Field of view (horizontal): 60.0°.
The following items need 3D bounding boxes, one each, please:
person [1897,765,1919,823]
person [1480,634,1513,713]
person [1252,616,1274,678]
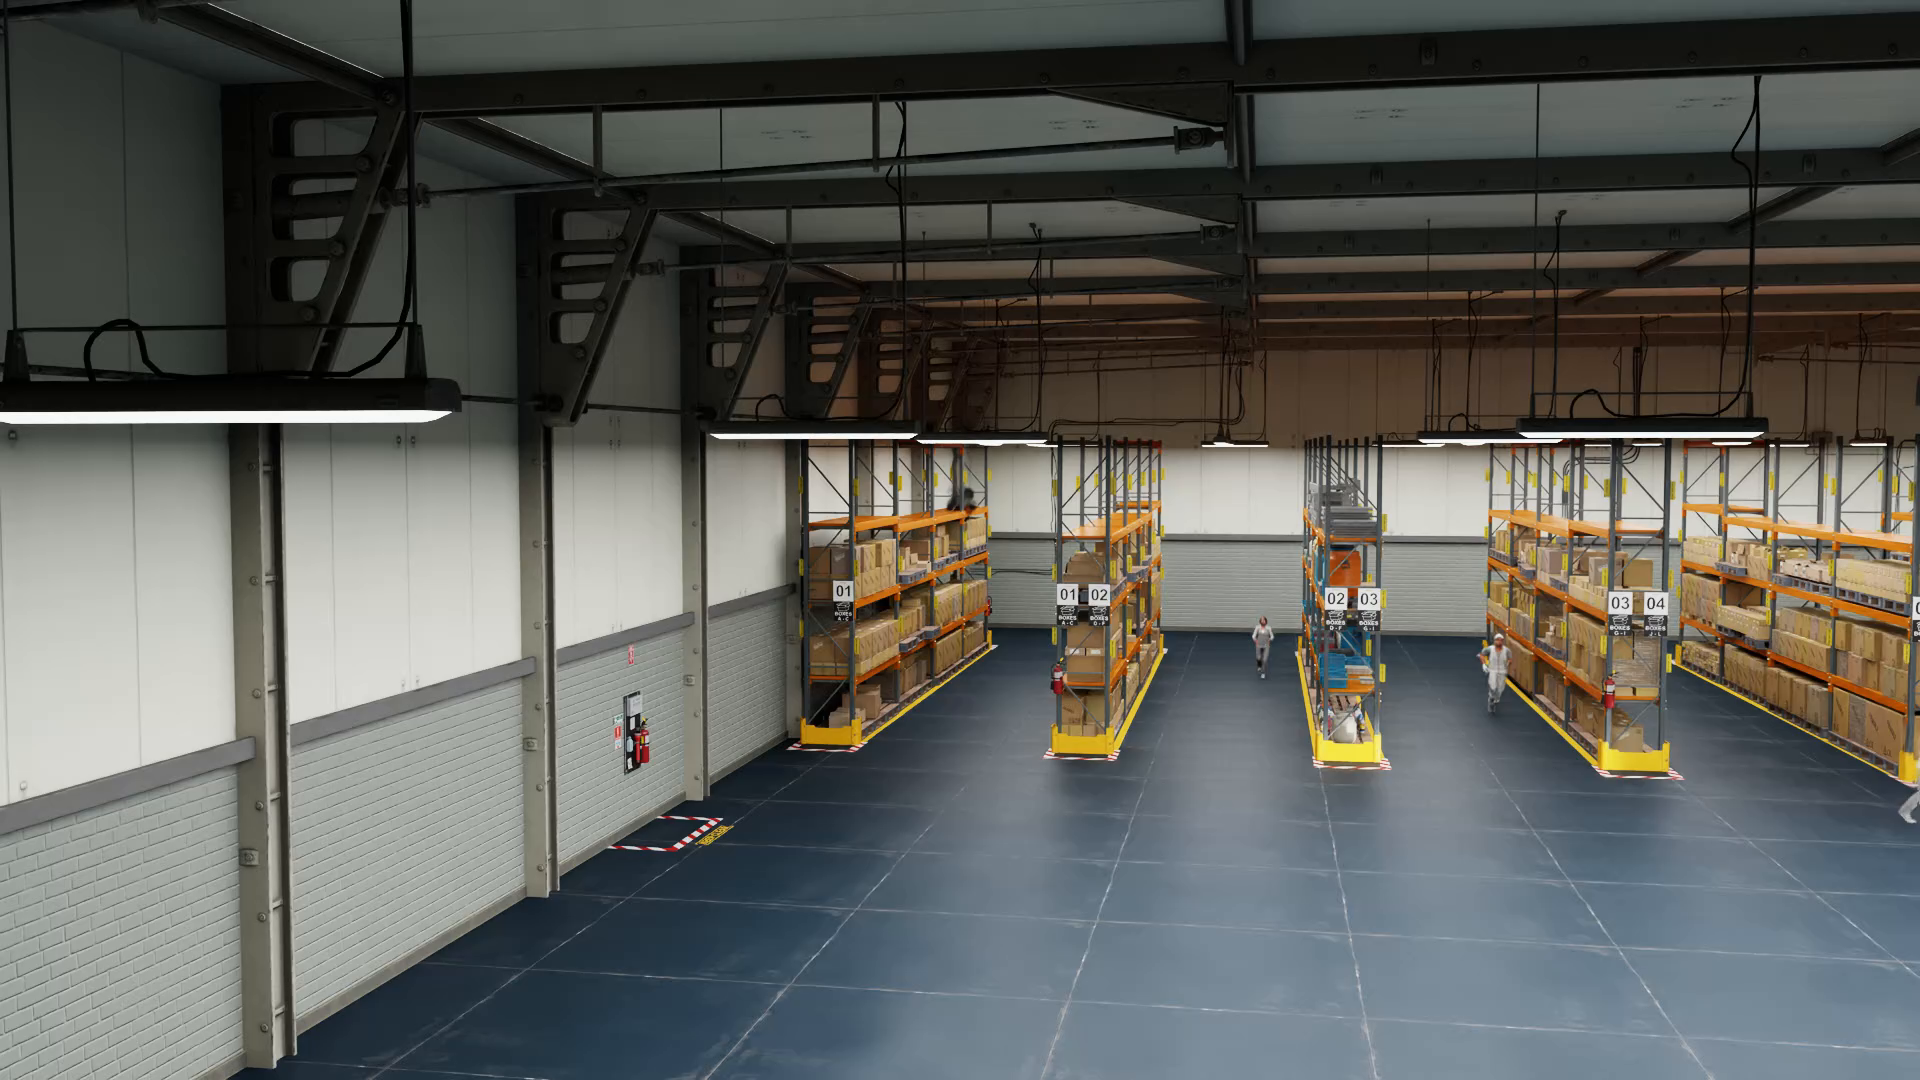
[{"bbox_3d":[14.665,3.528,25.162,0.599,1.735,0.847,-3,4,-40],"label":"person"},{"bbox_3d":[11.606,2.887,35.906,0.649,1.735,0.694,0,3,5],"label":"person"},{"bbox_3d":[7.605,2.693,41.745,0.535,1.540,0.556,1,3,13],"label":"person"}]
